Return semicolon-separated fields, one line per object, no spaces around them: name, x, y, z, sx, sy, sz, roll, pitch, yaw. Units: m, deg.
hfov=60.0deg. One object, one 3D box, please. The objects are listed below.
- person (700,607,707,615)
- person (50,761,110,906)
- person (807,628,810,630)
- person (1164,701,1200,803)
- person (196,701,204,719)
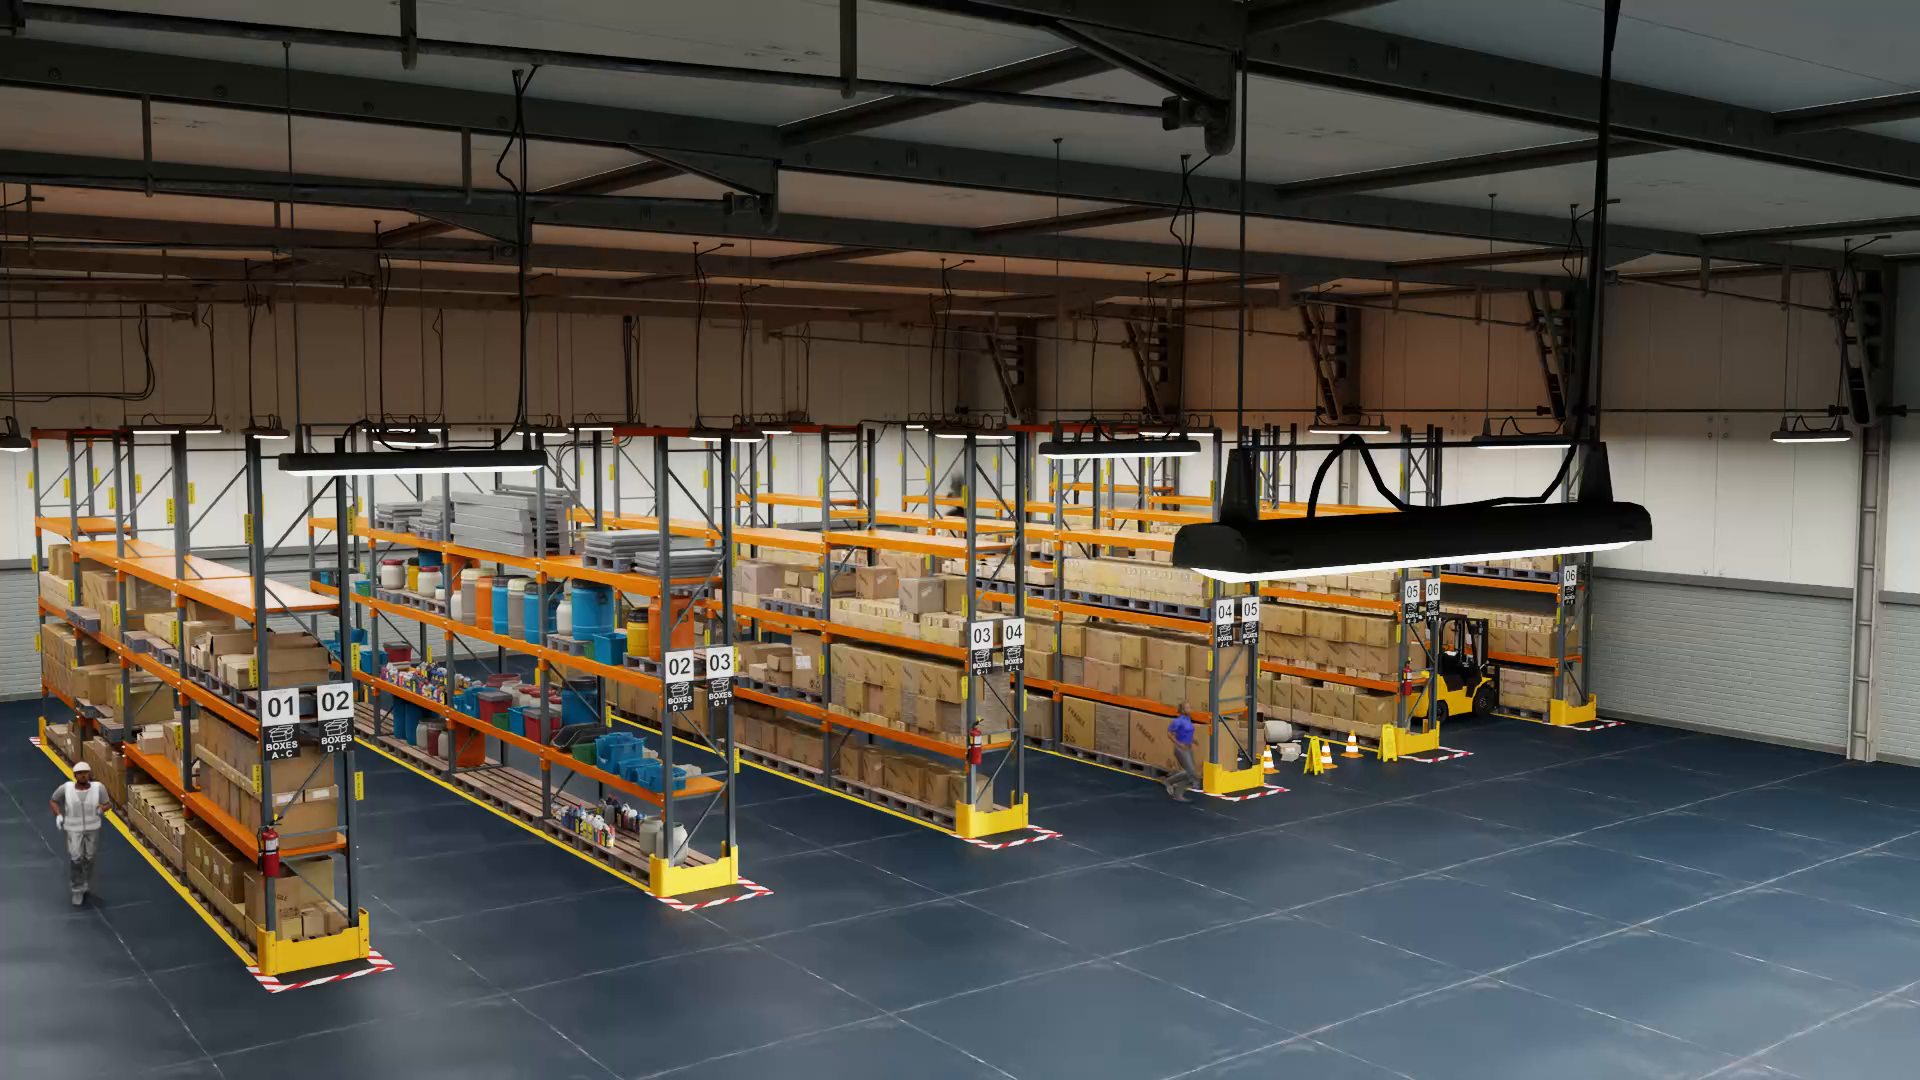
person;-6.273;2.364;40.443;0.601;1.562;0.874;2;5;25
person;-11.306;3.767;21.440;0.654;1.832;0.764;-3;6;-38
person;-3.138;2.679;35.273;0.651;1.720;0.955;-3;6;-37
person;3.626;3.425;26.942;0.536;1.618;0.567;3;5;30
person;-14.864;2.989;32.095;0.613;1.696;0.604;-4;6;-42
